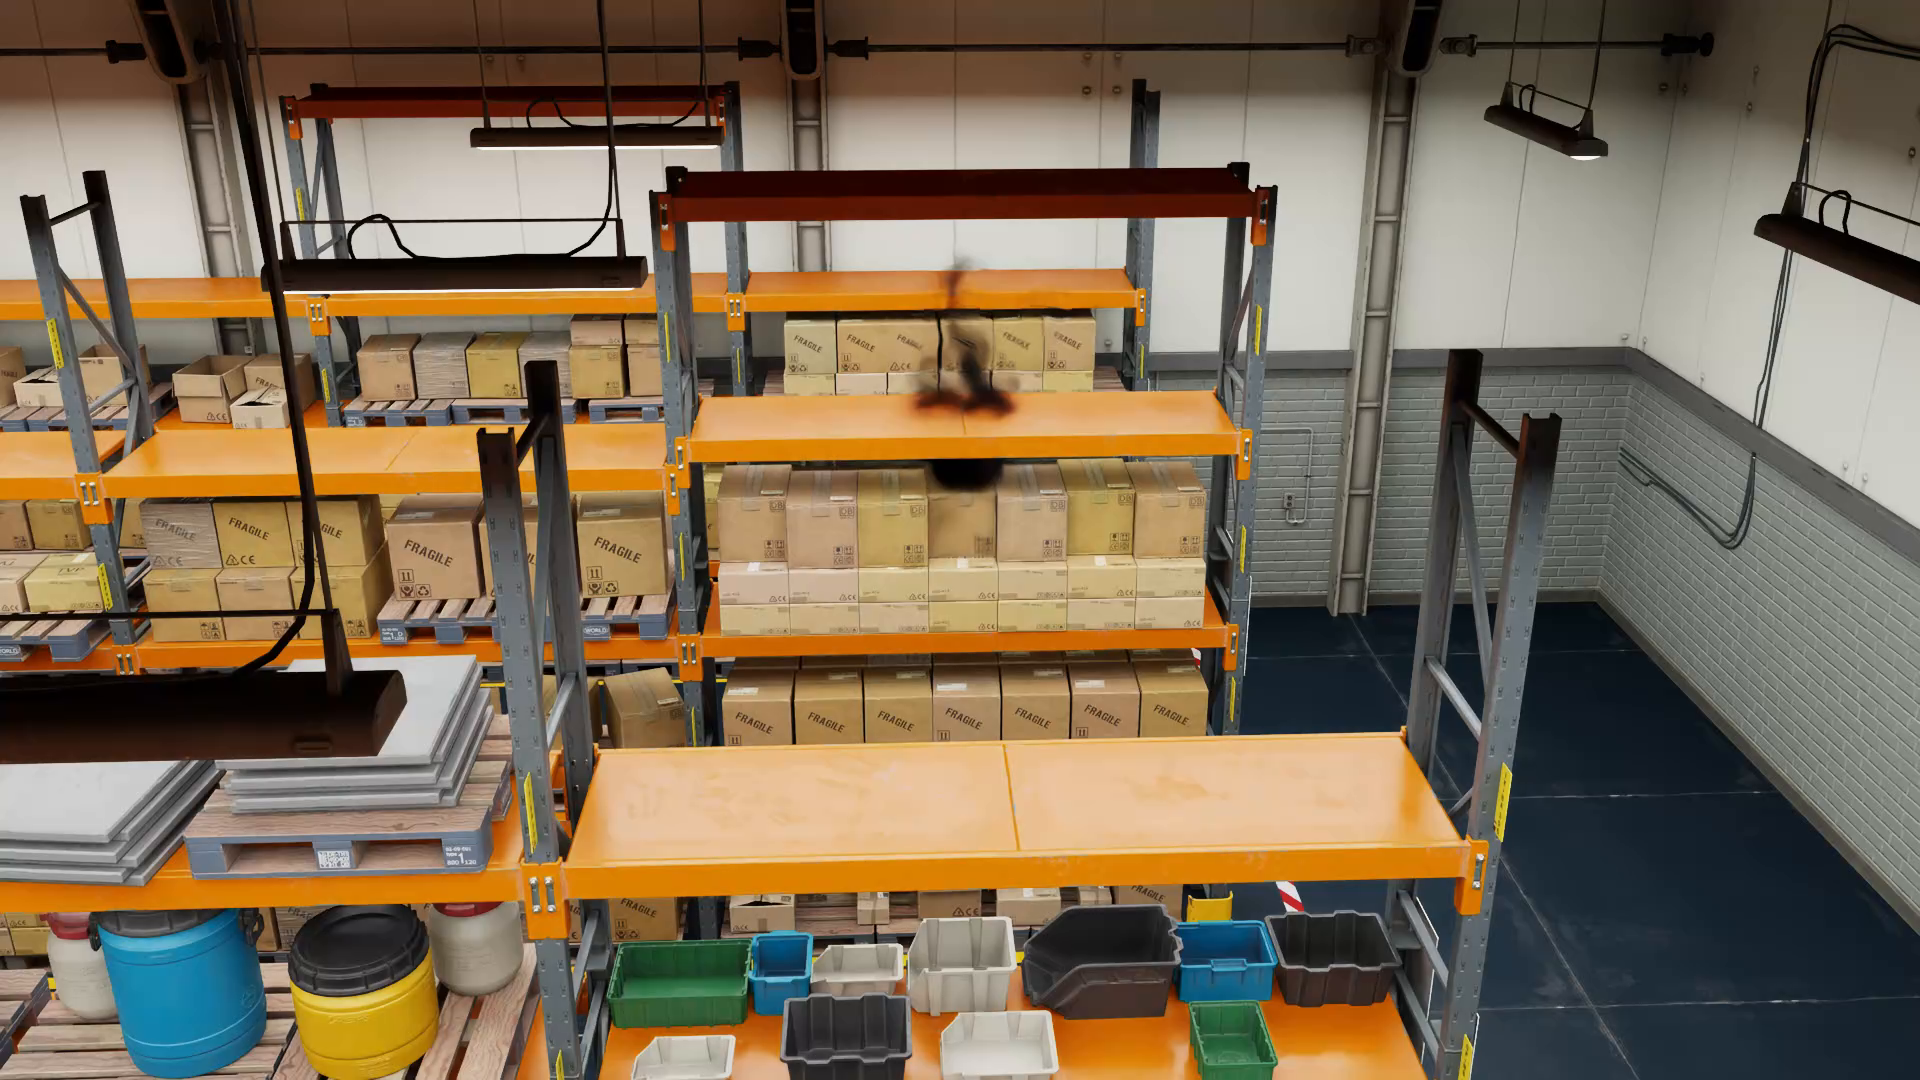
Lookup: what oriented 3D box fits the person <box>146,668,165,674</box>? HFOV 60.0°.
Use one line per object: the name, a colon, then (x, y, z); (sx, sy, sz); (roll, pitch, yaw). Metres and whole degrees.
person: (-6.889, 1.859, 14.338); (0.590, 1.683, 0.658); (-5, 23, -11)
